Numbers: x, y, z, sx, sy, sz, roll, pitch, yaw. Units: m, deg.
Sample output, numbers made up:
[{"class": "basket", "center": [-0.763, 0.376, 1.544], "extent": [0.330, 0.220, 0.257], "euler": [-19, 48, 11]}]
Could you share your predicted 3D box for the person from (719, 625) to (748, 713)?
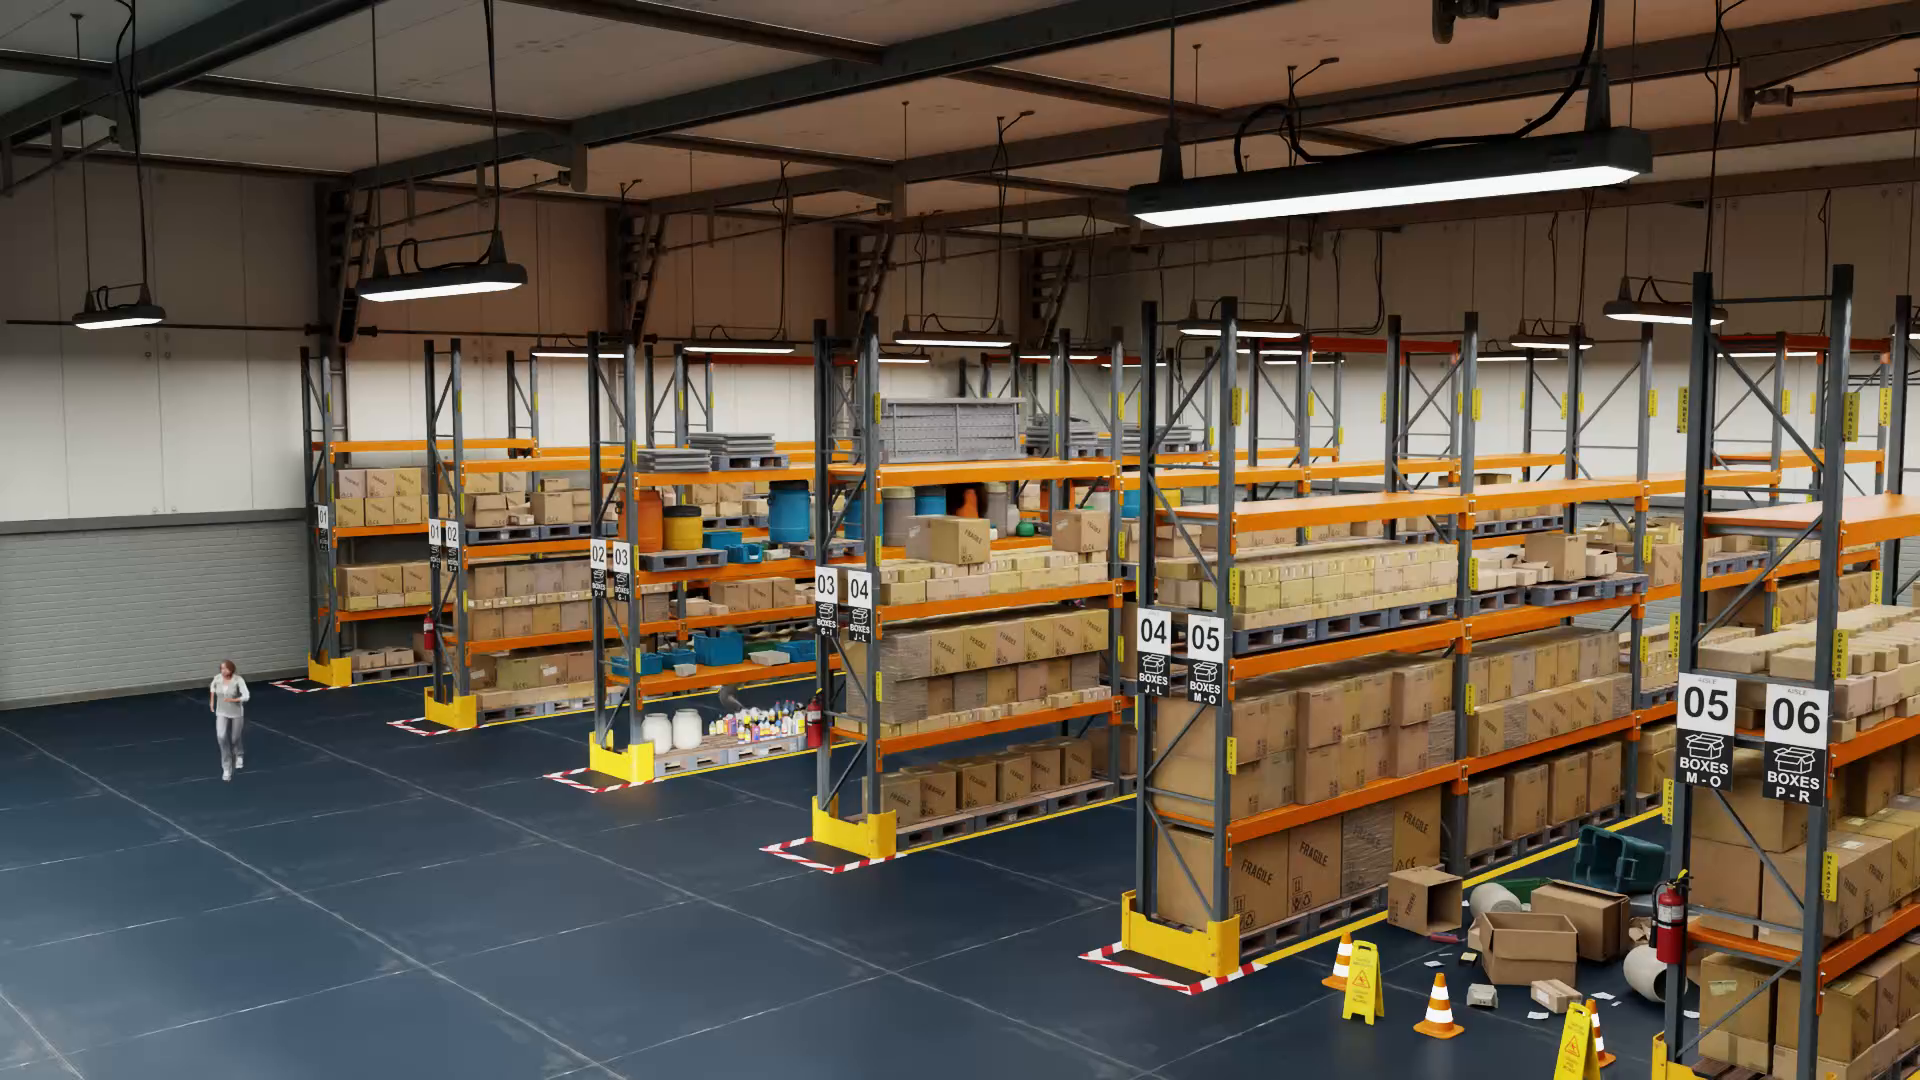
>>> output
[{"class": "person", "center": [-3.530, 2.108, 25.568], "extent": [0.663, 1.611, 0.551], "euler": [-4, 6, -36]}]

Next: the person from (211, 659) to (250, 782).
[{"class": "person", "center": [-9.859, 2.398, 22.486], "extent": [0.550, 1.626, 0.804], "euler": [-1, 5, -8]}]
